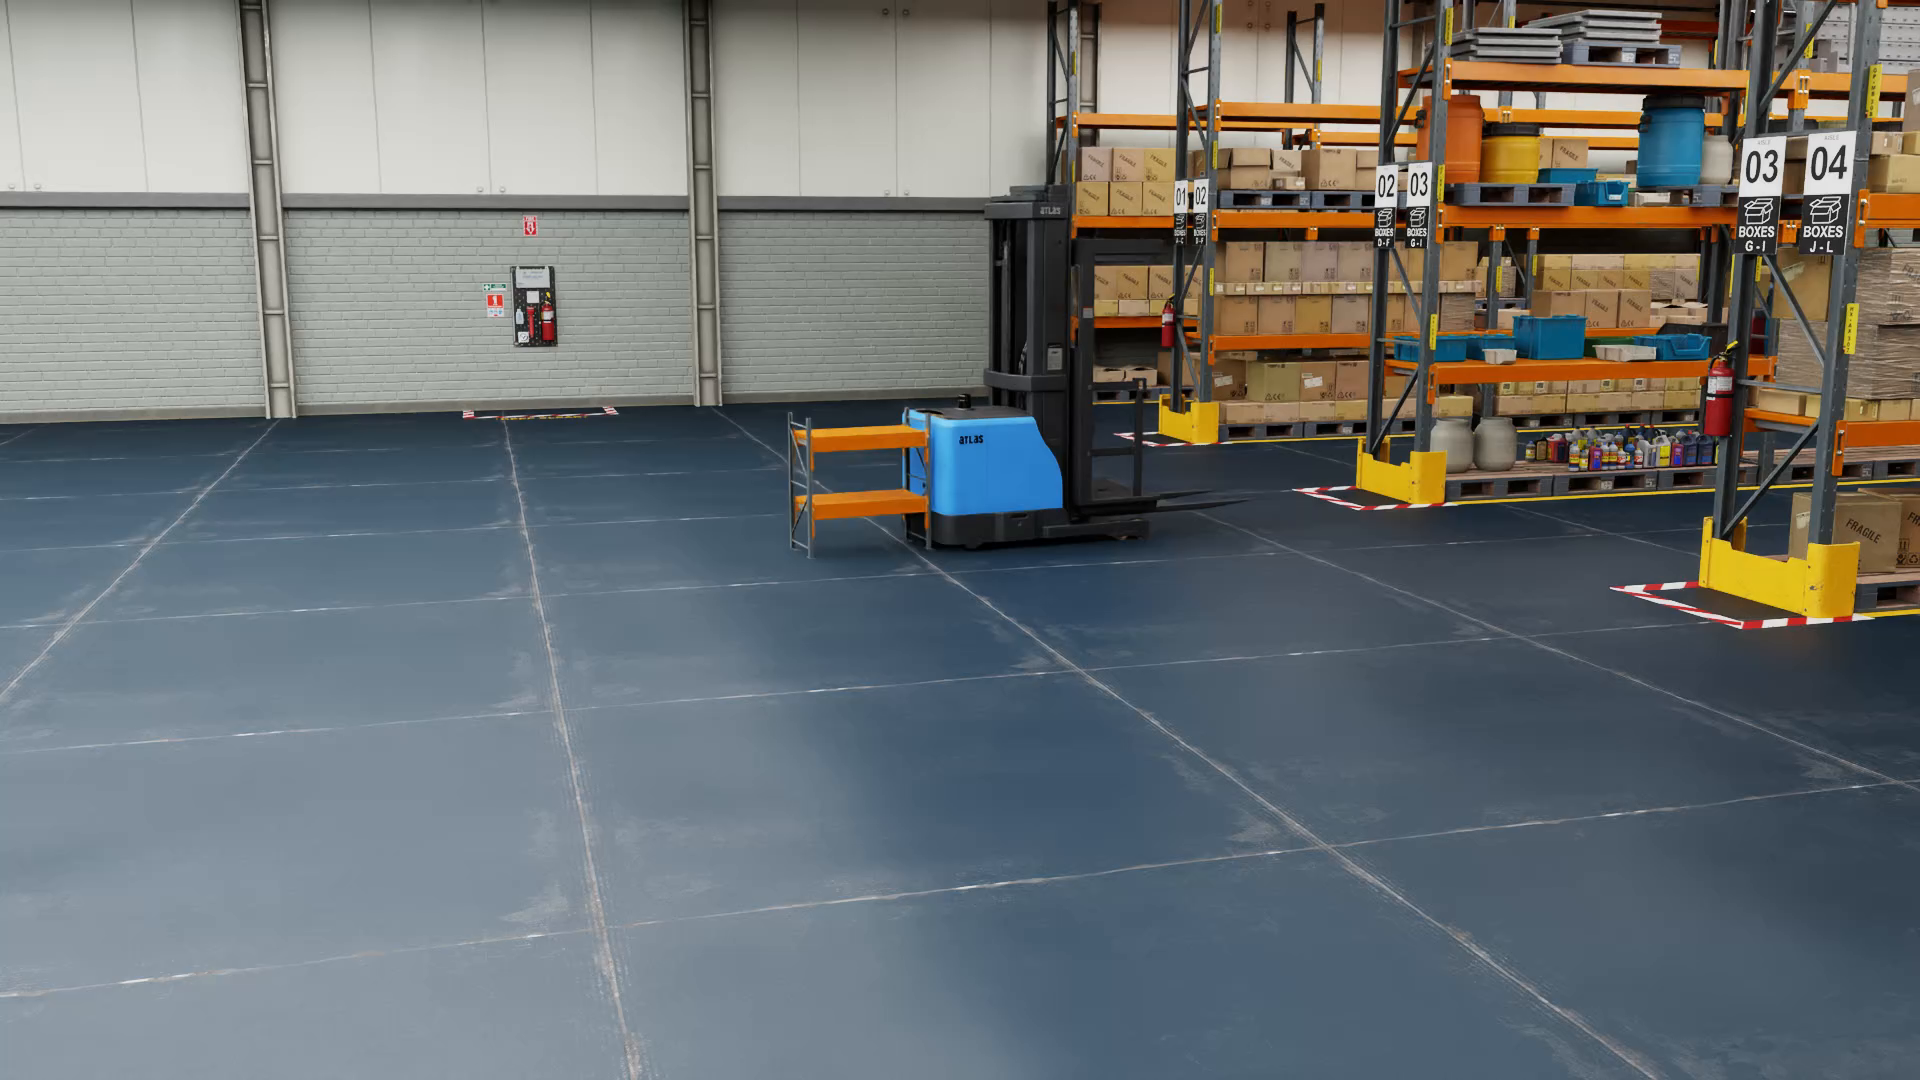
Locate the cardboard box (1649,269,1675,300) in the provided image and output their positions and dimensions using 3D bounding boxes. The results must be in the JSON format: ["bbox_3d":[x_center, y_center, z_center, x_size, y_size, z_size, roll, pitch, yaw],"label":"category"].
[{"bbox_3d":[11.699,-4.328,28.119,0.500,0.500,0.500,-3,11,-16],"label":"cardboard box"}]

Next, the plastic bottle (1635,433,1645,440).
[{"bbox_3d":[7.135,-0.992,17.471,0.097,0.271,0.097,0,10,0],"label":"plastic bottle"}]

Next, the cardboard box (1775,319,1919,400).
[{"bbox_3d":[6.211,-1.270,11.561,0.500,0.500,0.875,-3,11,-16],"label":"cardboard box"}]

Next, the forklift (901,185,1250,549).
[{"bbox_3d":[1.059,-1.521,14.215,3.031,2.935,1.130,-5,11,-24],"label":"forklift"}]

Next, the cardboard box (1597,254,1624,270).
[{"bbox_3d":[10.706,-4.645,27.768,0.500,0.250,0.500,-3,11,-16],"label":"cardboard box"}]

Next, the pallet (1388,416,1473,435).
[{"bbox_3d":[5.975,-1.572,22.000,1.213,0.211,1.003,-3,11,-16],"label":"pallet"}]

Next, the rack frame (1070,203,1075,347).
[{"bbox_3d":[1.522,-3.634,25.503,0.127,3.000,1.000,-3,11,-16],"label":"rack frame"}]

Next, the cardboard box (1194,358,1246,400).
[{"bbox_3d":[3.342,-2.075,21.398,0.500,0.500,0.500,-3,11,-16],"label":"cardboard box"}]

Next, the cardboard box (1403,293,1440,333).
[{"bbox_3d":[5.822,-2.974,21.638,0.500,0.500,0.700,-3,11,-17],"label":"cardboard box"}]

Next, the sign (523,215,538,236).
[{"bbox_3d":[-6.228,-4.555,24.102,0.199,0.298,0.001,-3,11,-16],"label":"sign"}]

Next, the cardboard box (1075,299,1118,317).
[{"bbox_3d":[2.079,-3.540,25.349,0.500,0.250,0.500,-3,11,-18],"label":"cardboard box"}]

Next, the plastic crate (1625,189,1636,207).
[{"bbox_3d":[6.540,-3.453,16.819,0.450,0.188,0.336,-3,11,-16],"label":"plastic crate"}]

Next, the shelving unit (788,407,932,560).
[{"bbox_3d":[-0.813,-0.475,13.518,1.048,1.125,0.538,-5,11,-24],"label":"shelving unit"}]

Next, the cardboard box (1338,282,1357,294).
[{"bbox_3d":[4.823,-3.202,21.085,0.250,0.149,0.380,-3,11,-15],"label":"cardboard box"}]

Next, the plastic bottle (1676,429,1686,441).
[{"bbox_3d":[7.703,-1.049,17.781,0.097,0.271,0.097,0,10,0],"label":"plastic bottle"}]

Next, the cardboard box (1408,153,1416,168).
[{"bbox_3d":[6.193,-4.796,21.705,0.500,0.500,0.500,-2,11,-11],"label":"cardboard box"}]

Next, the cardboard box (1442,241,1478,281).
[{"bbox_3d":[6.326,-3.639,21.672,0.500,0.500,0.700,-3,11,-16],"label":"cardboard box"}]

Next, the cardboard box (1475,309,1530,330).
[{"bbox_3d":[7.211,-2.935,22.116,0.500,0.250,0.500,-2,11,-12],"label":"cardboard box"}]

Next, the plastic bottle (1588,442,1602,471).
[{"bbox_3d":[6.341,-0.838,16.603,0.133,0.283,0.061,-3,11,-15],"label":"plastic bottle"}]

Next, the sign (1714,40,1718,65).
[{"bbox_3d":[10.430,-6.721,22.900,0.005,0.325,0.100,-3,11,-16],"label":"sign"}]

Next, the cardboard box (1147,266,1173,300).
[{"bbox_3d":[3.039,-3.959,25.557,0.500,0.500,0.500,-3,11,-18],"label":"cardboard box"}]

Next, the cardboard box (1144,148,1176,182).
[{"bbox_3d":[2.944,-5.682,25.248,0.500,0.500,0.500,-3,11,-14],"label":"cardboard box"}]

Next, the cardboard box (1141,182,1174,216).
[{"bbox_3d":[2.936,-5.190,25.337,0.500,0.500,0.500,-2,11,-13],"label":"cardboard box"}]

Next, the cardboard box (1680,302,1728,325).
[{"bbox_3d":[10.230,-3.124,22.975,0.500,0.311,0.500,-2,11,-12],"label":"cardboard box"}]

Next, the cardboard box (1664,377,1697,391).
[{"bbox_3d":[9.660,-2.212,22.660,0.500,0.311,0.500,-3,11,-17],"label":"cardboard box"}]

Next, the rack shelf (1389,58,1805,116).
[{"bbox_3d":[6.211,-4.413,16.256,4.000,0.370,1.077,-3,11,-16],"label":"rack shelf"}]

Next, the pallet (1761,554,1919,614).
[{"bbox_3d":[6.538,0.281,11.935,1.213,0.211,1.003,-3,11,-16],"label":"pallet"}]

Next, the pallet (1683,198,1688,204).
[{"bbox_3d":[8.892,-4.454,22.190,1.213,0.211,1.003,-2,11,-13],"label":"pallet"}]

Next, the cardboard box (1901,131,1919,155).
[{"bbox_3d":[6.280,-2.619,11.014,0.250,0.149,0.380,-3,11,-15],"label":"cardboard box"}]

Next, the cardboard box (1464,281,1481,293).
[{"bbox_3d":[6.549,-3.293,21.581,0.250,0.149,0.380,-3,11,-16],"label":"cardboard box"}]

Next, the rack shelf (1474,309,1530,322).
[{"bbox_3d":[7.283,-3.584,27.218,4.000,0.370,1.077,-3,11,-16],"label":"rack shelf"}]

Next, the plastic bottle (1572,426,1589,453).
[{"bbox_3d":[6.472,-1.019,17.398,0.185,0.351,0.144,-3,11,-14],"label":"plastic bottle"}]

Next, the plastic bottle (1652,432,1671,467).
[{"bbox_3d":[7.099,-0.919,16.857,0.185,0.351,0.144,-3,11,-16],"label":"plastic bottle"}]

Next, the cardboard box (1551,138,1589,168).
[{"bbox_3d":[7.894,-5.010,21.873,0.500,0.500,0.500,-2,11,-10],"label":"cardboard box"}]

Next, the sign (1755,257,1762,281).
[{"bbox_3d":[10.749,-3.651,22.398,0.005,0.325,0.100,-3,11,-16],"label":"sign"}]

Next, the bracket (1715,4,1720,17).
[{"bbox_3d":[13.175,-9.065,28.493,0.430,0.232,0.235,-3,11,-16],"label":"bracket"}]

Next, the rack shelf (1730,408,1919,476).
[{"bbox_3d":[7.596,-0.799,12.086,4.000,0.370,1.077,-3,11,-16],"label":"rack shelf"}]

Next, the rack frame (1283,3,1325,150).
[{"bbox_3d":[5.362,-6.787,26.060,0.127,3.000,1.000,-3,11,-16],"label":"rack frame"}]

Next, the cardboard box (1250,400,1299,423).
[{"bbox_3d":[3.966,-1.642,21.116,0.500,0.250,0.500,-3,11,-16],"label":"cardboard box"}]

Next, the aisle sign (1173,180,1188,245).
[{"bbox_3d":[2.765,-4.100,20.850,0.004,0.787,0.394,-3,11,-16],"label":"aisle sign"}]

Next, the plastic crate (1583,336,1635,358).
[{"bbox_3d":[6.749,-1.991,17.160,0.662,0.188,0.450,-3,11,-16],"label":"plastic crate"}]

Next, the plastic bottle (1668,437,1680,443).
[{"bbox_3d":[7.344,-0.923,17.086,0.135,0.276,0.152,-3,11,-16],"label":"plastic bottle"}]

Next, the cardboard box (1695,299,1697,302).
[{"bbox_3d":[12.562,-4.045,28.371,0.250,0.149,0.380,-3,11,-15],"label":"cardboard box"}]

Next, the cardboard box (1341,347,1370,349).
[{"bbox_3d":[6.486,-3.256,27.064,0.500,0.250,0.500,-3,11,-17],"label":"cardboard box"}]

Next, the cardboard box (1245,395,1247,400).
[{"bbox_3d":[3.819,-1.734,21.613,0.500,0.250,0.500,-3,11,-16],"label":"cardboard box"}]

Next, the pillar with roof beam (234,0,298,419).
[{"bbox_3d":[-8.366,-5.415,18.606,0.400,9.000,9.100,-3,11,-16],"label":"pillar with roof beam"}]

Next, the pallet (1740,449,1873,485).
[{"bbox_3d":[8.875,-0.790,17.753,1.213,0.211,1.003,-3,11,-16],"label":"pallet"}]

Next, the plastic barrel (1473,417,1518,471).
[{"bbox_3d":[5.383,-0.967,16.726,0.421,0.512,0.421,0,10,0],"label":"plastic barrel"}]

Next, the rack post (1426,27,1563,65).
[{"bbox_3d":[5.052,-4.633,15.738,0.954,0.300,0.937,-2,11,-10],"label":"rack post"}]

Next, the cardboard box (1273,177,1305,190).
[{"bbox_3d":[4.089,-4.429,20.684,0.250,0.149,0.380,-3,11,-16],"label":"cardboard box"}]

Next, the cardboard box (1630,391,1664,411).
[{"bbox_3d":[9.177,-1.912,22.581,0.500,0.250,0.500,-3,11,-15],"label":"cardboard box"}]

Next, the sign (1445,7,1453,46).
[{"bbox_3d":[4.440,-4.664,15.103,0.005,0.325,0.100,-3,11,-16],"label":"sign"}]

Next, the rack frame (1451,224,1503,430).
[{"bbox_3d":[6.751,-2.976,21.926,0.127,3.000,1.000,-3,11,-16],"label":"rack frame"}]
